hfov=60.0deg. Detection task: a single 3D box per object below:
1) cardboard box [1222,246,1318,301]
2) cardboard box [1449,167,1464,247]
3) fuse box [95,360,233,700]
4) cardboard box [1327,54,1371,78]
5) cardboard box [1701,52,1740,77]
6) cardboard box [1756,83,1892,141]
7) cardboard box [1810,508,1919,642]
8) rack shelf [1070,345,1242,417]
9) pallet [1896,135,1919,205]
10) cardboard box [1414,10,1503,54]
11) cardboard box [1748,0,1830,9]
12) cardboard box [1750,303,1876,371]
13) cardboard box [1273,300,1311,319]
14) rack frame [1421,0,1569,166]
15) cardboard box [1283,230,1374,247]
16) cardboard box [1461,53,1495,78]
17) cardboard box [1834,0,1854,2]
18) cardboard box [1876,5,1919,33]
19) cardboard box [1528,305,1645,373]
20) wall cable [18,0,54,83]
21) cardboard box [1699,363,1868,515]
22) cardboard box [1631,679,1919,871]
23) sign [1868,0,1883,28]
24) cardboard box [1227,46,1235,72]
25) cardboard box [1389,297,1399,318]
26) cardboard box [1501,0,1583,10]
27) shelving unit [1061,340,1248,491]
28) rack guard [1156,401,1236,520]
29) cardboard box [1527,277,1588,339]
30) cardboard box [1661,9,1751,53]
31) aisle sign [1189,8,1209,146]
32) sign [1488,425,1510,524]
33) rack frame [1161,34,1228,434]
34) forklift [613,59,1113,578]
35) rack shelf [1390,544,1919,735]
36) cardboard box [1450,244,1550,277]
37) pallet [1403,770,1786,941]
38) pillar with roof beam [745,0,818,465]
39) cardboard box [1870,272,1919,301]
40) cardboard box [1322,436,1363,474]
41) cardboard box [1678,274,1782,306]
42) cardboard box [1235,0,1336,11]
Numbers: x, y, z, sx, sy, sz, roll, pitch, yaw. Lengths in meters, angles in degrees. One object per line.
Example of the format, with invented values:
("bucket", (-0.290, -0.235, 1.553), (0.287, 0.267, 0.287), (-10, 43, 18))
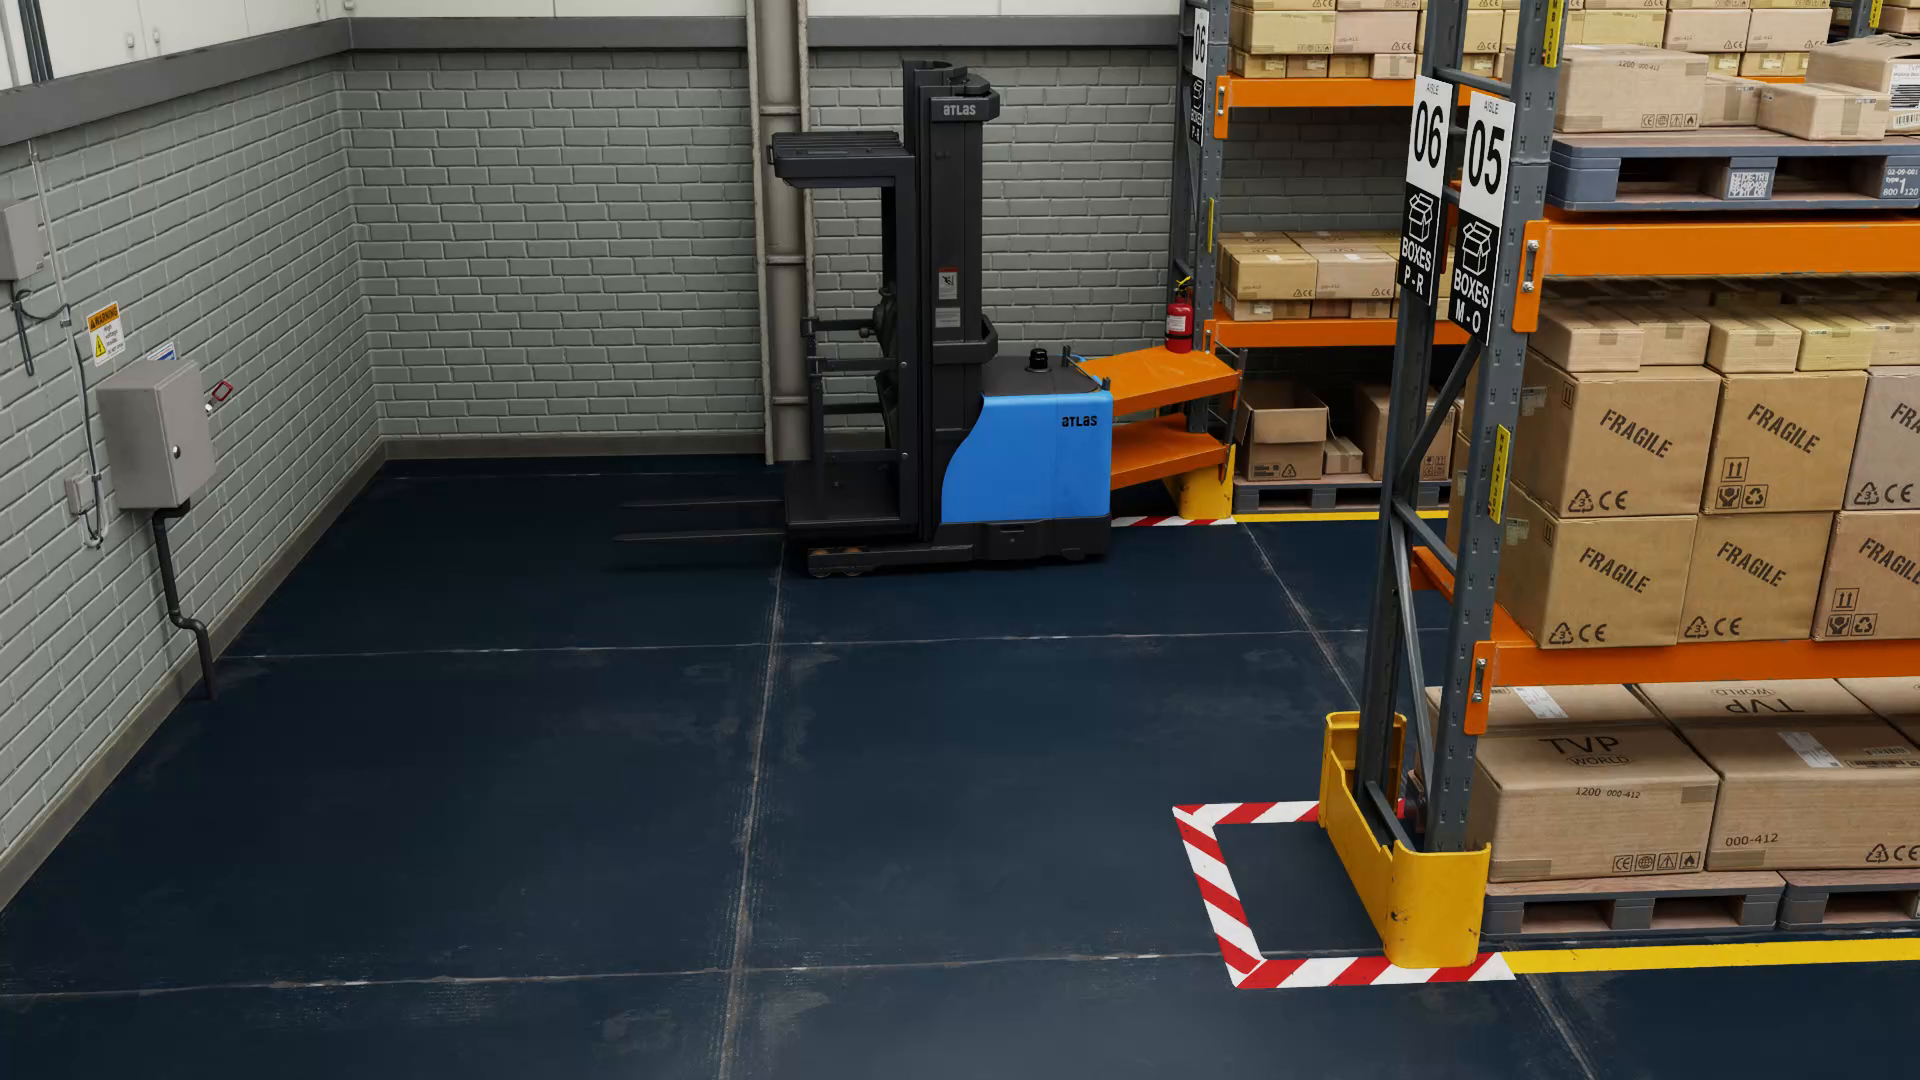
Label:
("cardboard box", (1.990, -1.725, 10.728), (0.500, 0.250, 0.500), (-1, 21, -3))
("cardboard box", (3.488, -2.106, 10.675), (0.500, 0.500, 0.500), (-1, 21, -2))
("fuse box", (-3.793, -0.003, 8.225), (0.414, 1.711, 0.539), (-1, 21, -3))
("cardboard box", (2.371, -2.964, 10.329), (0.250, 0.149, 0.380), (-1, 21, -3))
("cardboard box", (4.660, -2.990, 10.395), (0.250, 0.149, 0.380), (0, 21, -1))
("cardboard box", (2.909, -1.447, 5.612), (0.250, 0.149, 0.380), (0, 21, -1))
("cardboard box", (3.317, 0.042, 6.154), (0.500, 0.500, 0.500), (-1, 21, -3))
("rack shelf", (1.200, -0.969, 10.466), (1.000, 0.278, 0.538), (-14, 38, -25))
("pallet", (3.770, -1.384, 5.950), (1.213, 0.211, 1.003), (-1, 21, -3))
("cardboard box", (2.999, -3.149, 10.252), (0.500, 0.250, 0.500), (-2, 21, -5))
("cardboard box", (5.025, -3.432, 10.295), (0.500, 0.250, 0.500), (-1, 21, -3))
("cardboard box", (2.965, -0.712, 5.818), (0.250, 0.149, 0.380), (-2, 21, -5))
("cardboard box", (2.117, -1.556, 10.845), (0.250, 0.149, 0.380), (-1, 21, -2))
("rack frame", (1.809, -2.783, 5.283), (0.127, 3.000, 1.000), (-1, 21, -3))
("cardboard box", (2.481, -1.925, 11.254), (0.500, 0.250, 0.500), (-1, 21, -3))
("cardboard box", (3.130, -2.968, 10.338), (0.250, 0.149, 0.380), (-1, 21, -4))
("cardboard box", (5.808, -3.538, 10.685), (0.250, 0.149, 0.380), (-1, 21, -4))
("cardboard box", (5.836, -3.216, 10.258), (0.250, 0.149, 0.380), (-1, 21, -2))
("cardboard box", (2.179, -0.705, 5.800), (0.250, 0.149, 0.380), (-1, 21, -2))
("wall cable", (-4.015, -3.842, 8.013), (0.133, 3.039, 2.988), (-1, 21, -3))
("cardboard box", (2.820, -0.415, 5.949), (0.500, 0.500, 0.500), (-2, 21, -5))
("cardboard box", (3.376, 0.951, 6.917), (0.875, 0.438, 0.875), (-1, 21, -2))
("sign", (5.554, -3.274, 10.063), (0.005, 0.325, 0.100), (-1, 21, -3))
("cardboard box", (1.828, -3.115, 10.725), (0.250, 0.149, 0.380), (-1, 21, -2))
("cardboard box", (2.898, -1.564, 10.867), (0.250, 0.149, 0.380), (-1, 21, -2))
("cardboard box", (3.497, -3.399, 10.208), (0.500, 0.250, 0.500), (-1, 21, -2))
("shelving unit", (1.182, -0.726, 10.627), (1.048, 1.125, 0.538), (-14, 38, -25))
("rack guard", (1.598, -0.576, 11.430), (0.348, 0.500, 1.175), (-1, 21, -3))
("cardboard box", (2.156, -0.875, 6.245), (0.250, 0.149, 0.380), (-1, 21, -2))
("cardboard box", (4.530, -3.181, 10.338), (0.500, 0.250, 0.500), (-2, 21, -5))
("aisle sign", (1.471, -2.852, 10.241), (0.004, 0.787, 0.394), (-1, 21, -3))
("sign", (1.835, -0.223, 5.664), (0.005, 0.325, 0.100), (-1, 21, -3))
("rack frame", (1.522, -1.742, 10.982), (0.127, 3.000, 1.000), (-1, 21, -3))
("forklift", (-0.624, -1.343, 10.029), (3.031, 2.935, 1.130), (-2, 21, -7))
("rack shelf", (3.806, 0.316, 6.585), (4.000, 0.370, 1.077), (-1, 21, -3))
("cardboard box", (3.509, -1.764, 10.833), (0.500, 0.250, 0.500), (-2, 21, -4))
("pallet", (2.603, 1.280, 6.962), (1.213, 0.211, 1.003), (-1, 21, -3))
("pillar with roof beam", (-0.976, -3.282, 6.595), (0.400, 9.000, 9.100), (-1, 21, -3))
("cardboard box", (3.690, -0.919, 6.361), (0.250, 0.149, 0.380), (0, 21, -1))
("cardboard box", (2.564, -0.580, 11.345), (0.250, 0.149, 0.380), (-2, 21, -5))
("cardboard box", (2.915, -0.914, 6.349), (0.250, 0.149, 0.380), (-1, 21, -2))
("cardboard box", (1.979, -3.367, 10.122), (0.500, 0.250, 0.500), (-1, 21, -4))
